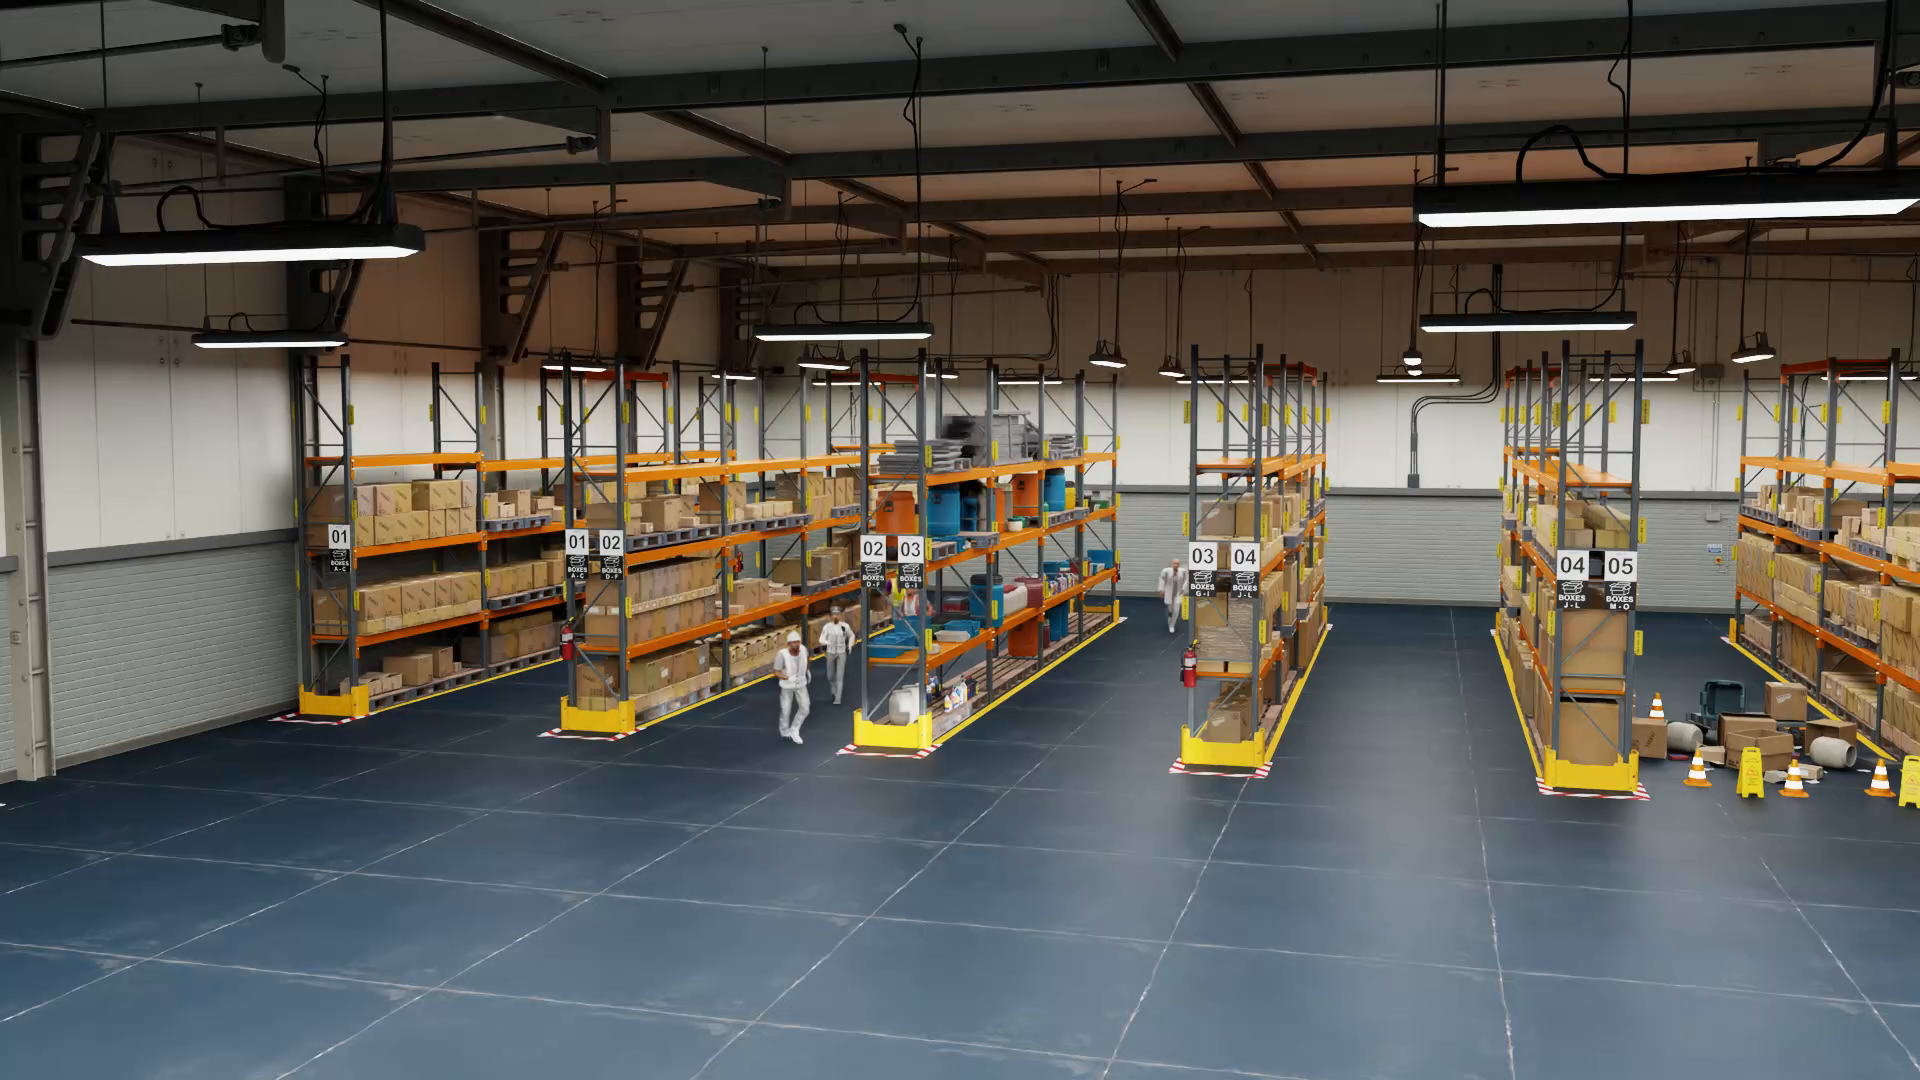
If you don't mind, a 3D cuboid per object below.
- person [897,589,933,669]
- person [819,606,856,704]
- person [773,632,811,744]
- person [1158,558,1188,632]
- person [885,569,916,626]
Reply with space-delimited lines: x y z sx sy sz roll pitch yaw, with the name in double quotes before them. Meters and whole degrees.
"person" -0.932 1.691 32.596 0.680 1.734 0.659 2 5 24
"person" -2.145 1.982 29.025 0.619 1.666 0.870 0 4 1
"person" -2.567 2.240 25.397 0.658 1.744 0.791 -2 5 -21
"person" 4.955 1.265 38.536 0.708 1.712 0.712 0 4 -2
"person" -1.304 1.440 36.304 0.698 1.694 0.701 0 4 0
